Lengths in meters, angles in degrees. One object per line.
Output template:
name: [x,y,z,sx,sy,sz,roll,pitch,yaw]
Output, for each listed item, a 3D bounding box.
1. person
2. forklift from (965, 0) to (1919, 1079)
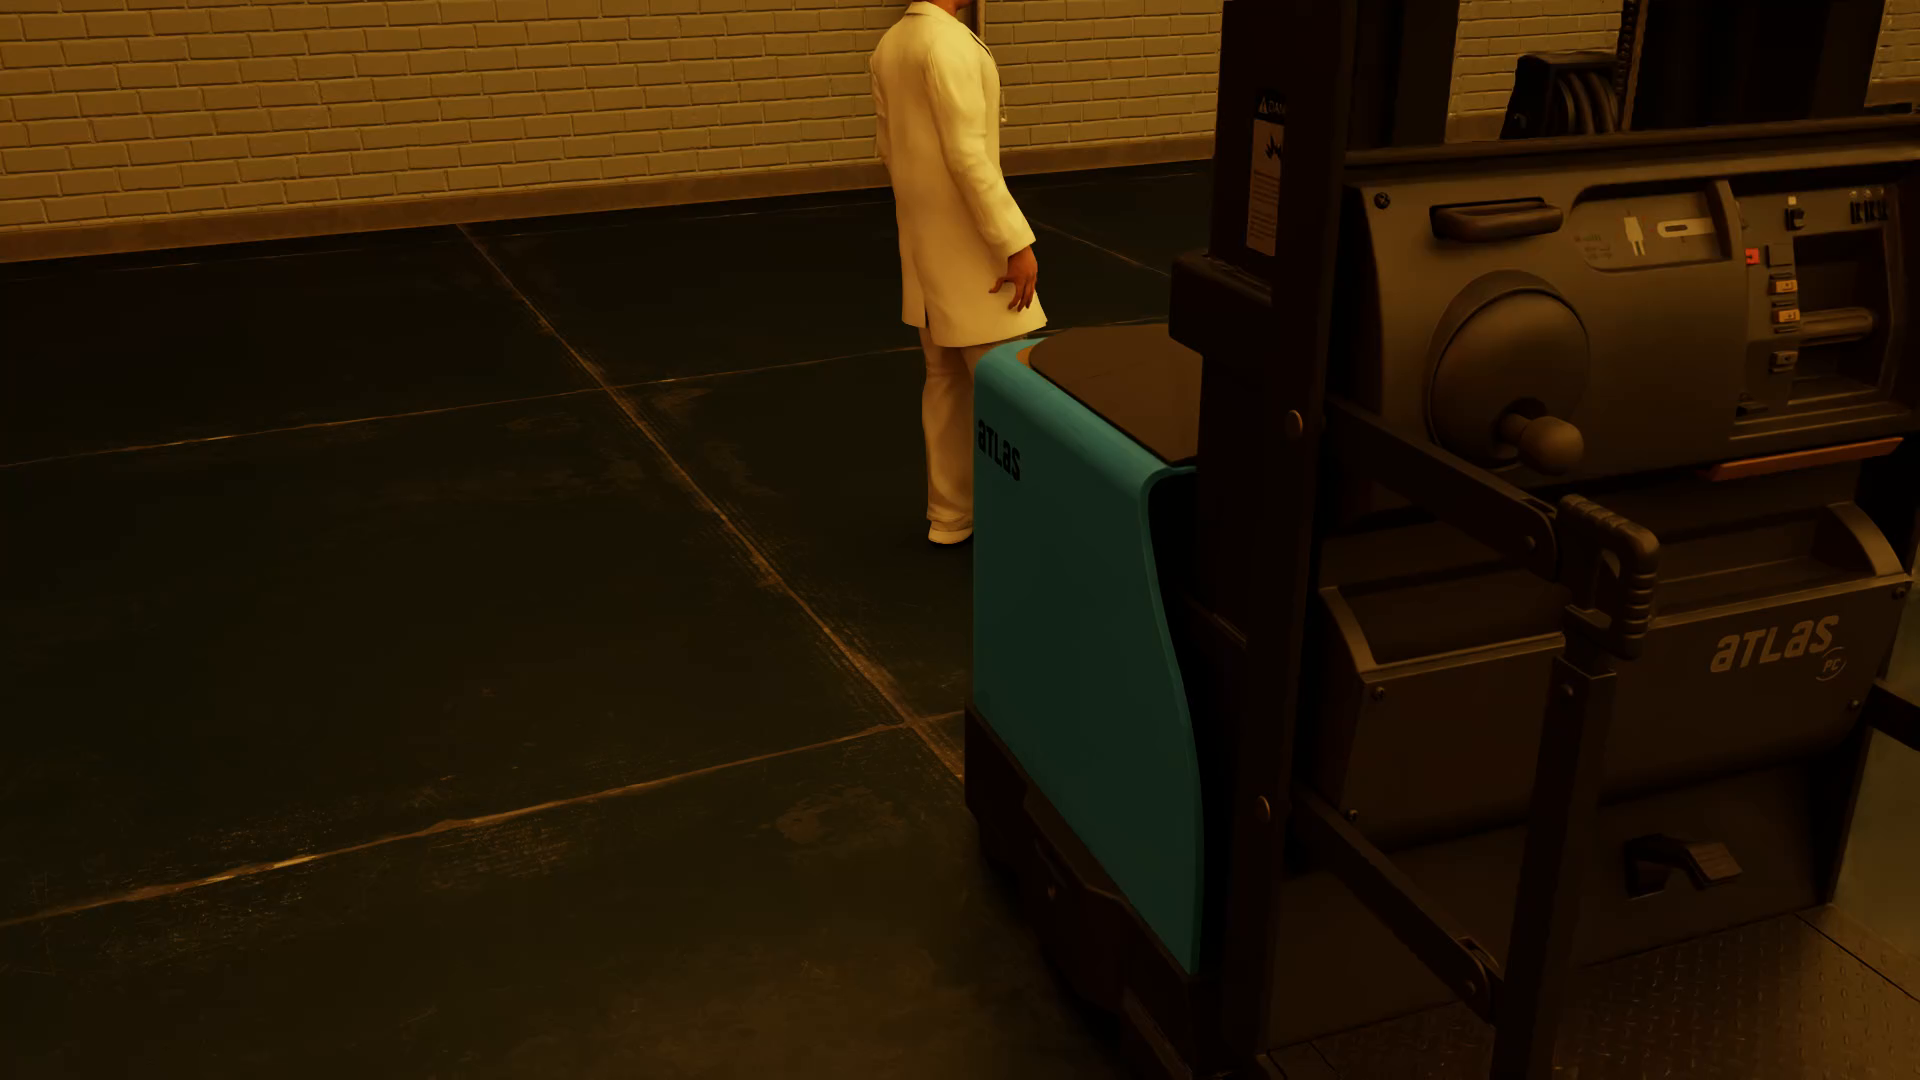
person: [0.084,-0.841,4.796,0.578,1.777,0.698,-10,25,-23]
forklift: [1.000,-0.281,1.963,1.130,2.935,3.031,-8,24,-19]
